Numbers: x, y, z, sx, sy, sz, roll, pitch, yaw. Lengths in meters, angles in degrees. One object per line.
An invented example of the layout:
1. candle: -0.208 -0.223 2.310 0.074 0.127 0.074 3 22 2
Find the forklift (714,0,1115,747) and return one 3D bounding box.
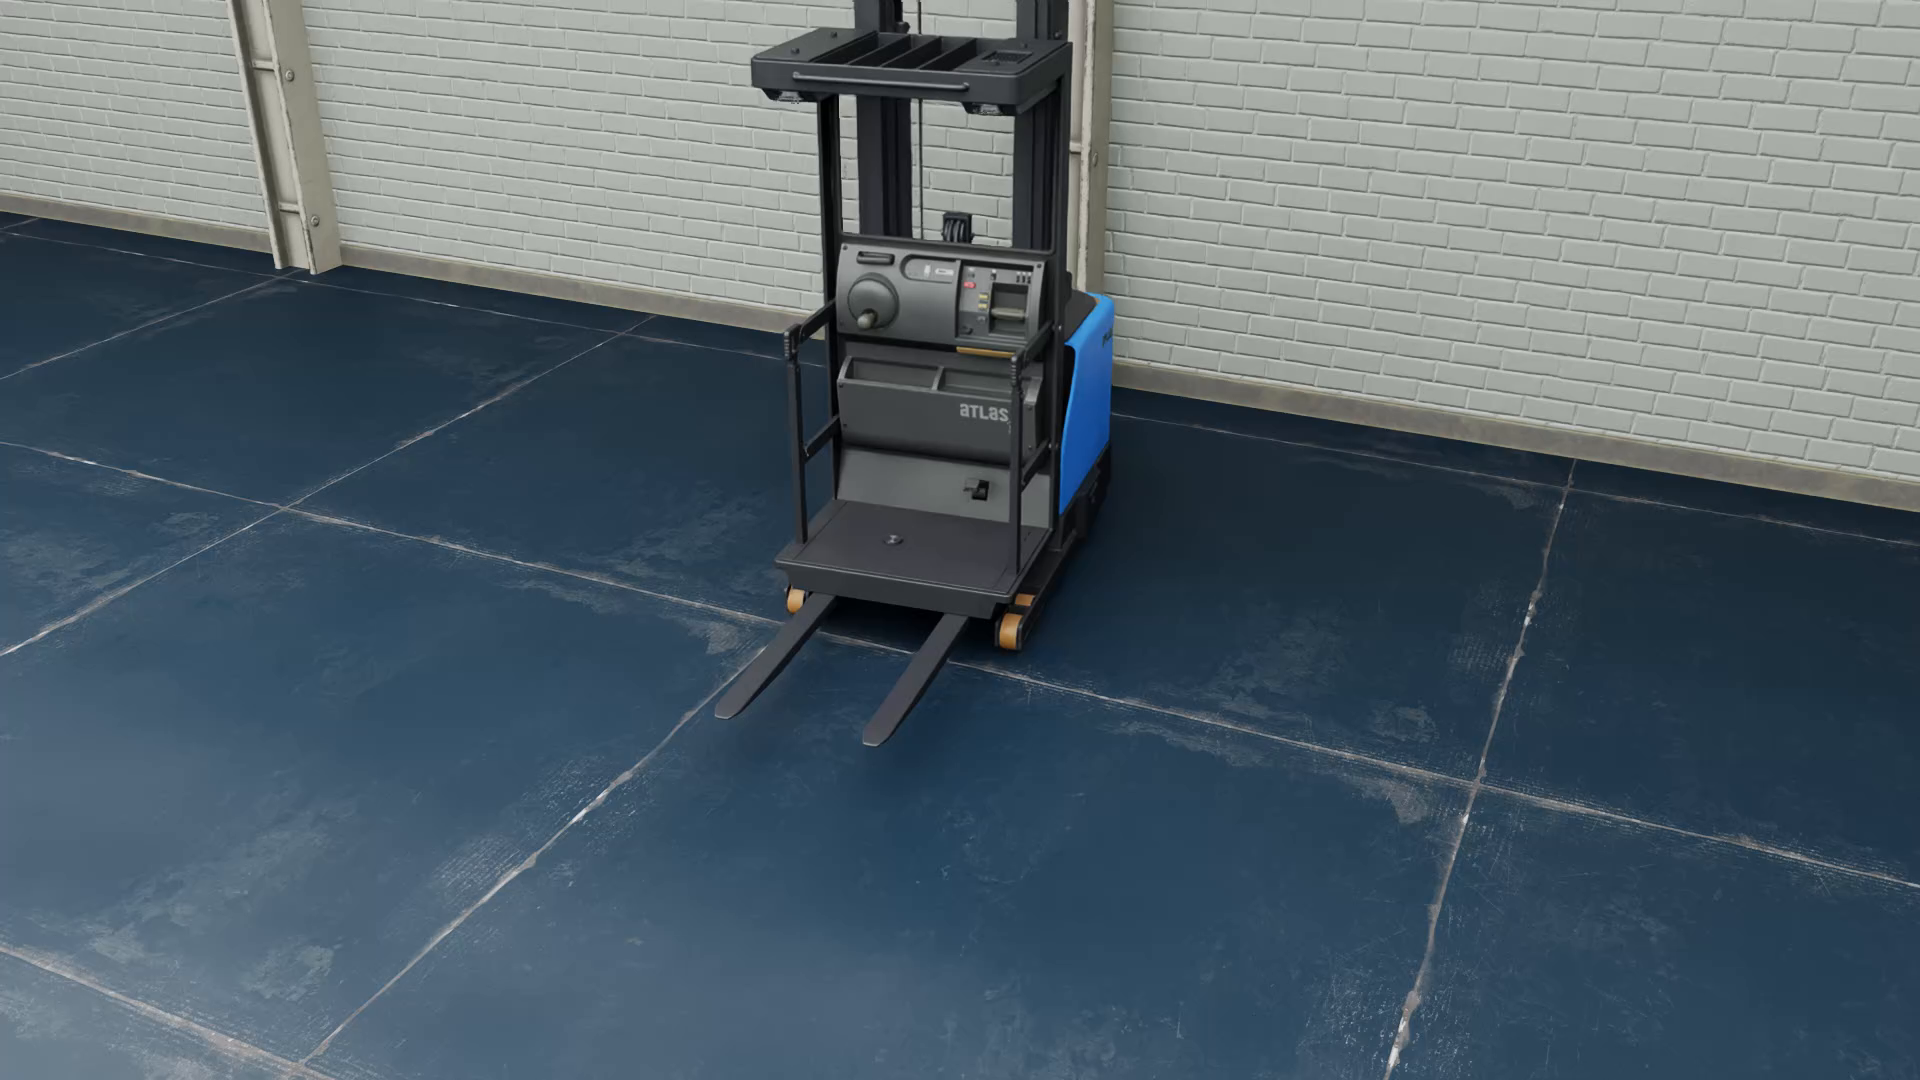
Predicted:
1. forklift: -0.155 -1.029 7.022 1.130 2.935 3.031 8 27 16

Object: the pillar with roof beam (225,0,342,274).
1. pillar with roof beam: -6.629 -4.353 6.903 0.400 9.000 9.100 11 28 22

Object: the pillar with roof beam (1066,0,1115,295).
1. pillar with roof beam: -1.167 -3.256 4.675 0.400 9.000 9.100 11 28 22
